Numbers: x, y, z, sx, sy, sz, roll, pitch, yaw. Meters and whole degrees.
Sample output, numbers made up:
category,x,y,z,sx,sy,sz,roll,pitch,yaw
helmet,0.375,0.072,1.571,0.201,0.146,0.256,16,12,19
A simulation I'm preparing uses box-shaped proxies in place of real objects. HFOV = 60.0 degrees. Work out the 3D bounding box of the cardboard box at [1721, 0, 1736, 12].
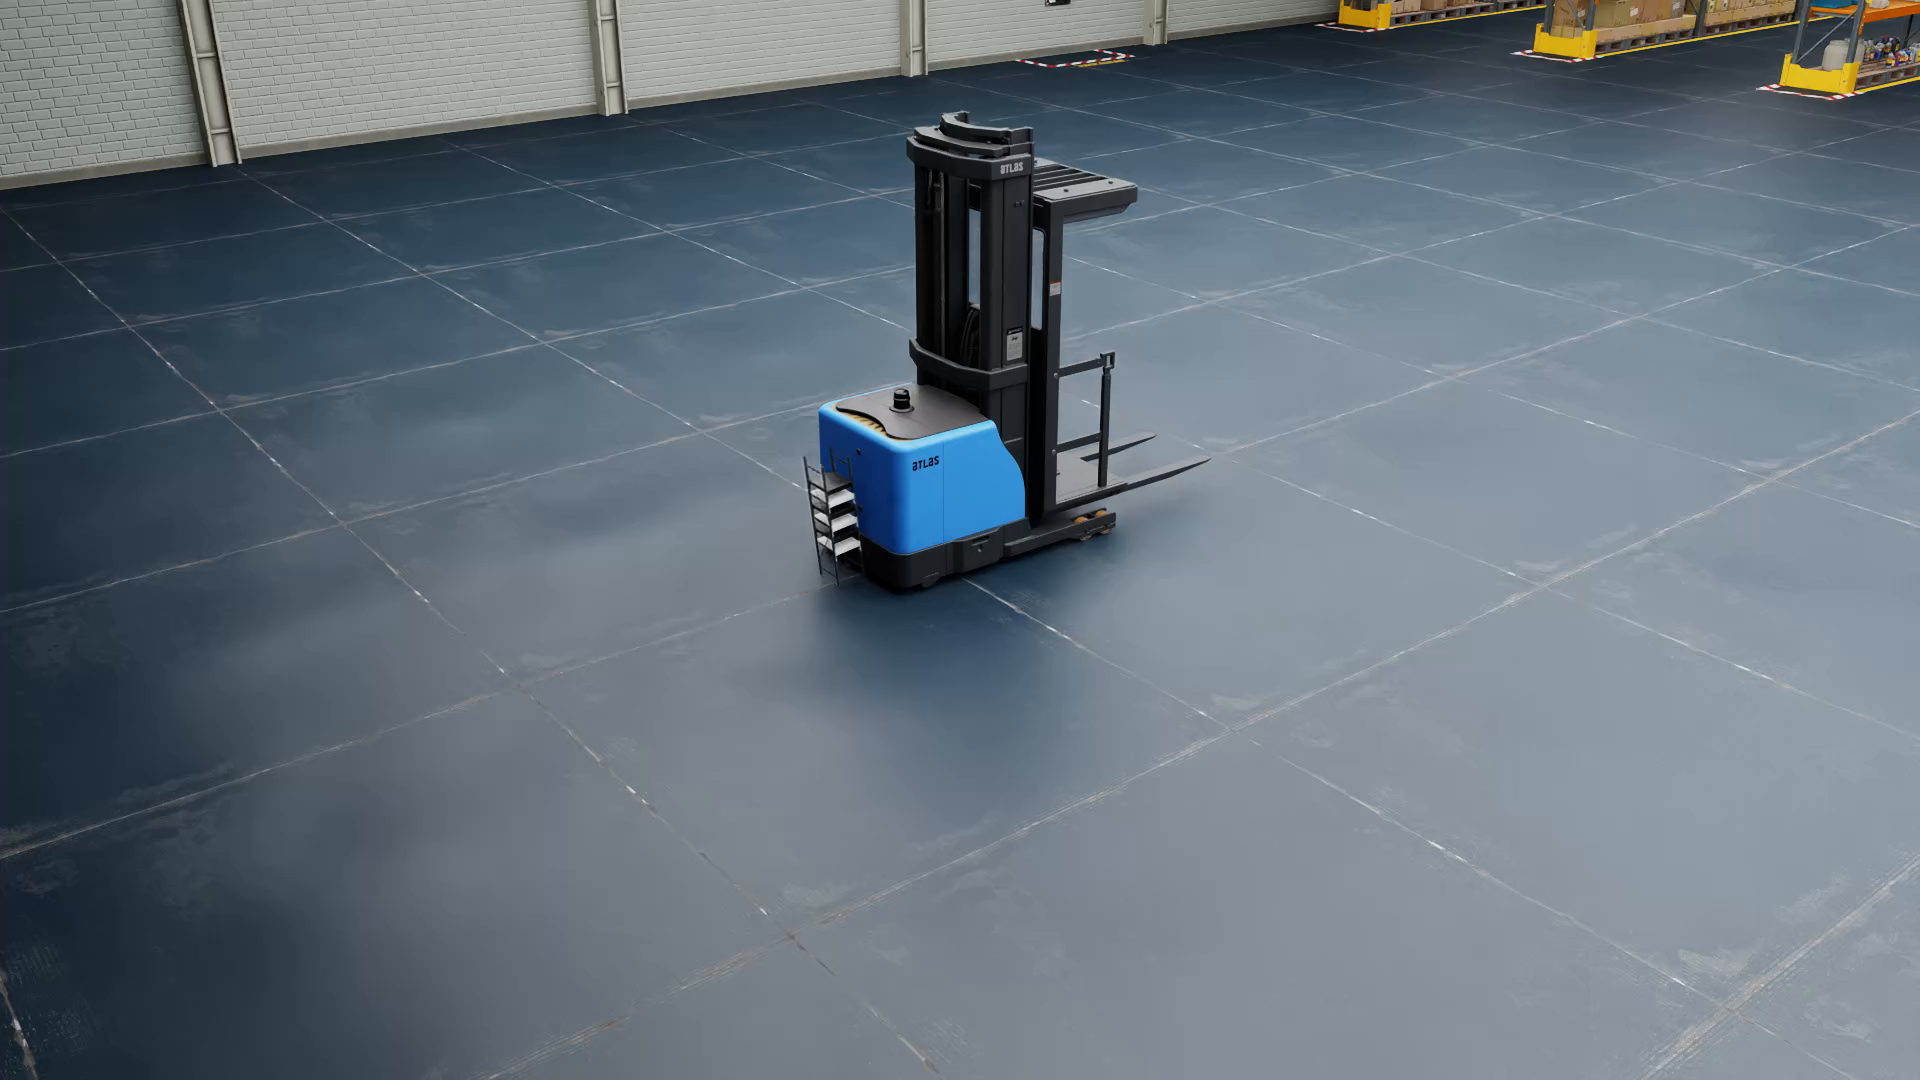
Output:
category,x,y,z,sx,sy,sz,roll,pitch,yaw
cardboard box,15.683,-11.138,34.413,0.500,0.311,0.500,-19,31,-35

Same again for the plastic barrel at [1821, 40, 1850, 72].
category,x,y,z,sx,sy,sz,roll,pitch,yaw
plastic barrel,15.183,-8.364,28.793,0.421,0.512,0.421,0,25,0

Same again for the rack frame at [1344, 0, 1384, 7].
category,x,y,z,sx,sy,sz,roll,pitch,yaw
rack frame,8.599,-12.388,35.006,0.127,3.000,1.000,-18,31,-34

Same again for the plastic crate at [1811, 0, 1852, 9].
category,x,y,z,sx,sy,sz,roll,pitch,yaw
plastic crate,14.922,-9.267,28.459,0.616,0.251,0.499,-18,31,-34

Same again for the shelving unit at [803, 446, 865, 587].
category,x,y,z,sx,sy,sz,roll,pitch,yaw
shelving unit,-0.838,-0.155,11.122,0.210,0.900,0.258,-23,33,-30

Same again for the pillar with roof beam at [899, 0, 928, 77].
category,x,y,z,sx,sy,sz,roll,pitch,yaw
pillar with roof beam,1.830,-11.034,24.963,0.400,9.000,9.100,-18,31,-34

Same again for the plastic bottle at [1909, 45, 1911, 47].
category,x,y,z,sx,sy,sz,roll,pitch,yaw
plastic bottle,17.043,-8.743,29.857,0.133,0.283,0.061,-18,31,-34

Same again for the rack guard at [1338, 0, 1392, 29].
category,x,y,z,sx,sy,sz,roll,pitch,yaw
rack guard,8.659,-11.274,35.575,0.348,0.500,1.175,-18,31,-34

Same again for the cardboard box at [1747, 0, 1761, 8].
category,x,y,z,sx,sy,sz,roll,pitch,yaw
cardboard box,16.495,-11.409,34.998,0.500,0.311,0.500,-17,30,-33

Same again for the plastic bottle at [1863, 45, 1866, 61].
category,x,y,z,sx,sy,sz,roll,pitch,yaw
plastic bottle,16.169,-8.717,29.800,0.133,0.283,0.061,-18,31,-34

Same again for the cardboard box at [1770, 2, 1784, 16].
category,x,y,z,sx,sy,sz,roll,pitch,yaw
cardboard box,17.287,-11.417,35.681,0.500,0.250,0.500,-19,31,-35

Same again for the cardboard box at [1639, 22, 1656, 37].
category,x,y,z,sx,sy,sz,roll,pitch,yaw
cardboard box,13.400,-10.146,32.942,0.500,0.250,0.500,-18,31,-34

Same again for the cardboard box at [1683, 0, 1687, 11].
category,x,y,z,sx,sy,sz,roll,pitch,yaw
cardboard box,14.948,-11.185,34.515,0.500,0.311,0.500,-18,31,-34

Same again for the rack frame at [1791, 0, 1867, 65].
category,x,y,z,sx,sy,sz,roll,pitch,yaw
rack frame,14.713,-9.106,27.934,0.127,3.000,1.000,-18,31,-34

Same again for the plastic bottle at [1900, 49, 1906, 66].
category,x,y,z,sx,sy,sz,roll,pitch,yaw
plastic bottle,16.680,-8.551,29.456,0.097,0.271,0.097,0,25,0

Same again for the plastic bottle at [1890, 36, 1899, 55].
category,x,y,z,sx,sy,sz,roll,pitch,yaw
plastic bottle,17.058,-9.023,30.380,0.185,0.351,0.144,-18,31,-34

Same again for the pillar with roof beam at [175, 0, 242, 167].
category,x,y,z,sx,sy,sz,roll,pitch,yaw
pillar with roof beam,-7.613,-7.917,18.246,0.400,9.000,9.100,-18,31,-34

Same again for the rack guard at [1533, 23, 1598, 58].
category,x,y,z,sx,sy,sz,roll,pitch,yaw
rack guard,11.640,-9.608,31.985,0.348,0.500,1.175,-18,31,-34

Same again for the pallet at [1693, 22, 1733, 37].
category,x,y,z,sx,sy,sz,roll,pitch,yaw
pallet,15.362,-10.726,34.738,1.213,0.211,1.003,-18,31,-34

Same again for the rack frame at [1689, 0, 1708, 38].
category,x,y,z,sx,sy,sz,roll,pitch,yaw
rack frame,14.807,-11.787,33.711,0.127,3.000,1.000,-18,31,-34

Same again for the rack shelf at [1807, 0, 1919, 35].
category,x,y,z,sx,sy,sz,roll,pitch,yaw
rack shelf,16.286,-9.299,29.205,4.000,0.370,1.077,-18,31,-34

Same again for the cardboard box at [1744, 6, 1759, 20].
category,x,y,z,sx,sy,sz,roll,pitch,yaw
cardboard box,16.487,-11.152,35.111,0.500,0.250,0.500,-18,30,-33

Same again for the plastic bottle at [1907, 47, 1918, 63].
category,x,y,z,sx,sy,sz,roll,pitch,yaw
plastic bottle,16.996,-8.672,29.711,0.135,0.276,0.152,-18,30,-33

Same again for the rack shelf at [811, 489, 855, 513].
category,x,y,z,sx,sy,sz,roll,pitch,yaw
rack shelf,-0.851,-0.284,11.052,0.200,0.077,0.258,-23,33,-30

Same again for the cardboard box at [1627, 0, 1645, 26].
category,x,y,z,sx,sy,sz,roll,pitch,yaw
cardboard box,12.996,-10.361,32.516,0.500,0.500,0.500,-18,31,-34

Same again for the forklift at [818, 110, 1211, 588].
category,x,y,z,sx,sy,sz,roll,pitch,yaw
forklift,0.507,-1.487,11.601,3.031,2.935,1.130,-17,30,-33

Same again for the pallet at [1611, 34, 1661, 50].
category,x,y,z,sx,sy,sz,roll,pitch,yaw
pallet,13.194,-10.011,33.196,1.213,0.211,1.003,-18,31,-34

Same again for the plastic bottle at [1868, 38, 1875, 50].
category,x,y,z,sx,sy,sz,roll,pitch,yaw
plastic bottle,16.486,-8.911,30.139,0.185,0.351,0.144,-19,31,-34

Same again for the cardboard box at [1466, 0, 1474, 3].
category,x,y,z,sx,sy,sz,roll,pitch,yaw
cardboard box,11.345,-12.192,37.428,0.380,0.166,0.250,22,33,39

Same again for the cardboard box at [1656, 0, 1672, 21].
category,x,y,z,sx,sy,sz,roll,pitch,yaw
cardboard box,13.785,-10.620,33.074,0.500,0.500,0.500,-18,31,-34

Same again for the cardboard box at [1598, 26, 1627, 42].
category,x,y,z,sx,sy,sz,roll,pitch,yaw
cardboard box,12.609,-9.888,32.386,0.500,0.250,0.500,-18,31,-34

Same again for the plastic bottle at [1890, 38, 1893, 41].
category,x,y,z,sx,sy,sz,roll,pitch,yaw
plastic bottle,17.101,-9.078,30.588,0.135,0.276,0.152,-17,30,-32

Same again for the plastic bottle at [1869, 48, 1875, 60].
category,x,y,z,sx,sy,sz,roll,pitch,yaw
plastic bottle,16.449,-8.766,30.005,0.097,0.201,0.097,0,25,0

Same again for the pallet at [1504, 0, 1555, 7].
category,x,y,z,sx,sy,sz,roll,pitch,yaw
pallet,13.319,-12.683,38.955,1.213,0.211,1.003,-18,31,-34

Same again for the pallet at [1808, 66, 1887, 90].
category,x,y,z,sx,sy,sz,roll,pitch,yaw
pallet,15.386,-8.086,29.048,1.213,0.211,1.003,-18,31,-34

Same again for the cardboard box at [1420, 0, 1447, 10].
category,x,y,z,sx,sy,sz,roll,pitch,yaw
cardboard box,10.256,-11.925,36.457,0.500,0.500,0.700,-21,32,-37

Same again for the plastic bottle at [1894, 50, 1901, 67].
category,x,y,z,sx,sy,sz,roll,pitch,yaw
plastic bottle,16.521,-8.494,29.320,0.133,0.283,0.061,-18,30,-33

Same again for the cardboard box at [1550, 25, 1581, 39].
category,x,y,z,sx,sy,sz,roll,pitch,yaw
cardboard box,11.899,-9.928,32.474,0.500,0.250,0.500,-18,31,-34

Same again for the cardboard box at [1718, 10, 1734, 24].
category,x,y,z,sx,sy,sz,roll,pitch,yaw
cardboard box,15.680,-10.885,34.535,0.500,0.250,0.500,-17,30,-33

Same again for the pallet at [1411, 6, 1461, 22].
category,x,y,z,sx,sy,sz,roll,pitch,yaw
pallet,10.280,-11.657,36.744,1.213,0.211,1.003,-18,31,-34

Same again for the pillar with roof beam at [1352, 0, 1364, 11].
category,x,y,z,sx,sy,sz,roll,pitch,yaw
pillar with roof beam,11.273,-14.151,31.679,0.400,9.000,9.100,-18,31,-34

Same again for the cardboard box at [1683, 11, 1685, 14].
category,x,y,z,sx,sy,sz,roll,pitch,yaw
cardboard box,14.954,-10.934,34.640,0.500,0.250,0.500,-19,31,-35

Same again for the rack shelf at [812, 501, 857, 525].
category,x,y,z,sx,sy,sz,roll,pitch,yaw
rack shelf,-0.843,-0.205,11.095,0.200,0.077,0.258,-23,33,-30

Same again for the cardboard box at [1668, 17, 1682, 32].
category,x,y,z,sx,sy,sz,roll,pitch,yaw
cardboard box,14.177,-10.411,33.513,0.500,0.250,0.500,-18,31,-34

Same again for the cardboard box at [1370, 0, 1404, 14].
category,x,y,z,sx,sy,sz,roll,pitch,yaw
cardboard box,9.199,-11.518,35.802,0.500,0.311,0.500,-23,33,-40

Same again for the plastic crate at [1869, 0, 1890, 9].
category,x,y,z,sx,sy,sz,roll,pitch,yaw
plastic crate,15.615,-9.112,28.261,0.250,0.136,0.298,-18,31,-34

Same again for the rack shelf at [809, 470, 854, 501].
category,x,y,z,sx,sy,sz,roll,pitch,yaw
rack shelf,-0.858,-0.362,11.009,0.200,0.077,0.258,-23,33,-30

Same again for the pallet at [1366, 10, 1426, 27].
category,x,y,z,sx,sy,sz,roll,pitch,yaw
pallet,9.320,-11.342,36.065,1.213,0.211,1.003,-18,31,-34

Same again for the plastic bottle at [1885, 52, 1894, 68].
category,x,y,z,sx,sy,sz,roll,pitch,yaw
plastic bottle,16.332,-8.436,29.208,0.097,0.271,0.097,0,25,0

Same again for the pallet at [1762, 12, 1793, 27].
category,x,y,z,sx,sy,sz,roll,pitch,yaw
pallet,17.282,-11.360,36.104,1.213,0.211,1.003,-18,31,-34

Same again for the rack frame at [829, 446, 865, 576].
category,x,y,z,sx,sy,sz,roll,pitch,yaw
rack frame,-0.757,-0.190,11.172,0.006,0.900,0.240,-23,33,-30

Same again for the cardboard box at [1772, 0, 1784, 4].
category,x,y,z,sx,sy,sz,roll,pitch,yaw
cardboard box,17.289,-11.669,35.558,0.500,0.311,0.500,-19,31,-35

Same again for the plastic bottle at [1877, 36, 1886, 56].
category,x,y,z,sx,sy,sz,roll,pitch,yaw
plastic bottle,16.820,-9.022,30.377,0.185,0.351,0.144,-20,31,-36

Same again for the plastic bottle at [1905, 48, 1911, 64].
category,x,y,z,sx,sy,sz,roll,pitch,yaw
plastic bottle,16.839,-8.603,29.570,0.097,0.271,0.097,0,25,0

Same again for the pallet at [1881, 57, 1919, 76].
category,x,y,z,sx,sy,sz,roll,pitch,yaw
pallet,17.306,-8.719,30.414,1.213,0.211,1.003,-18,31,-34

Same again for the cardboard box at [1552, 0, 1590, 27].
category,x,y,z,sx,sy,sz,roll,pitch,yaw
cardboard box,11.897,-10.269,32.317,0.500,0.500,0.500,-18,31,-34
